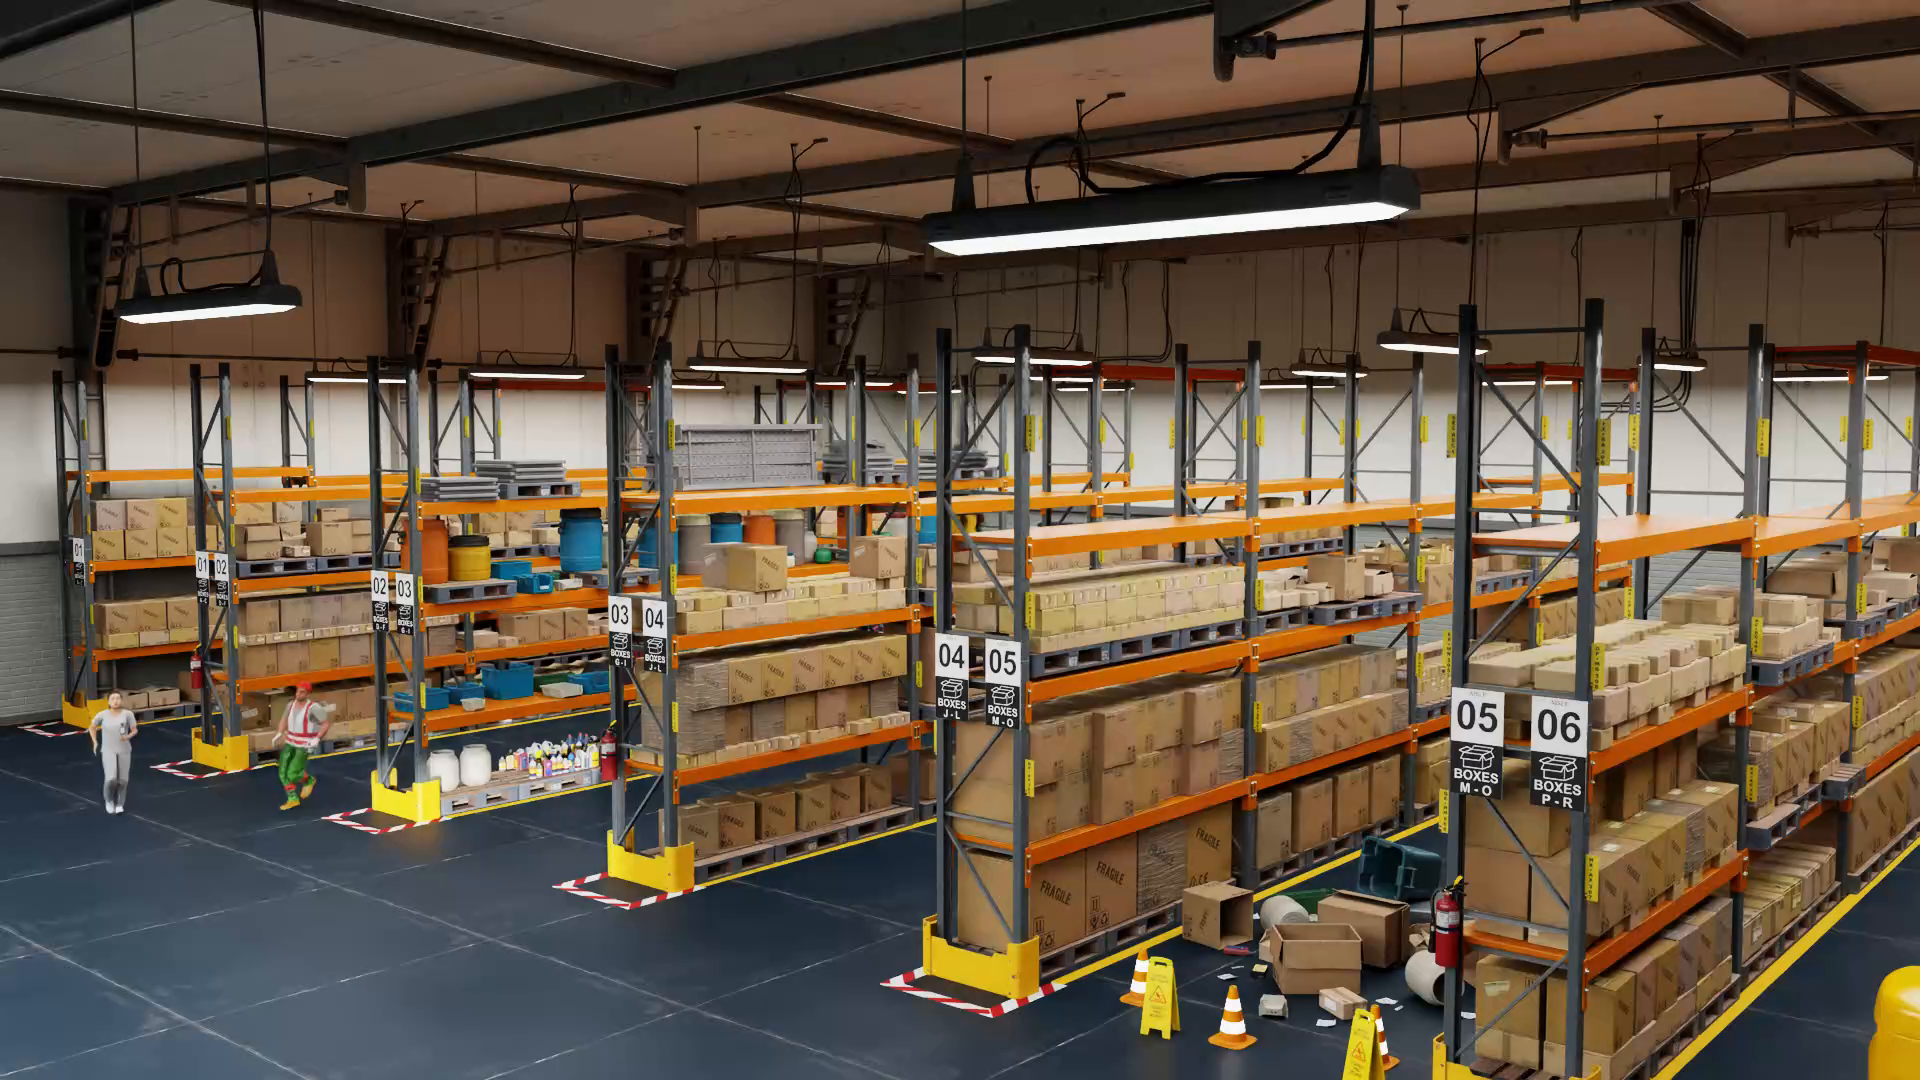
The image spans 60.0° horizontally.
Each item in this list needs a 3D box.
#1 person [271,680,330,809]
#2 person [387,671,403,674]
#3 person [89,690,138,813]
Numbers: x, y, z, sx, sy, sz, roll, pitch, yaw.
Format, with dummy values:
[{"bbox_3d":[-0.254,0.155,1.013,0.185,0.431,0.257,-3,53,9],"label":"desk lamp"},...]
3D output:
[{"bbox_3d":[-8.756,2.720,22.095,0.714,1.732,0.562,2,4,20],"label":"person"},{"bbox_3d":[-9.828,2.289,29.076,0.557,1.633,0.960,3,5,37],"label":"person"},{"bbox_3d":[-10.997,2.770,21.651,0.545,1.632,0.617,-3,5,-33],"label":"person"}]
